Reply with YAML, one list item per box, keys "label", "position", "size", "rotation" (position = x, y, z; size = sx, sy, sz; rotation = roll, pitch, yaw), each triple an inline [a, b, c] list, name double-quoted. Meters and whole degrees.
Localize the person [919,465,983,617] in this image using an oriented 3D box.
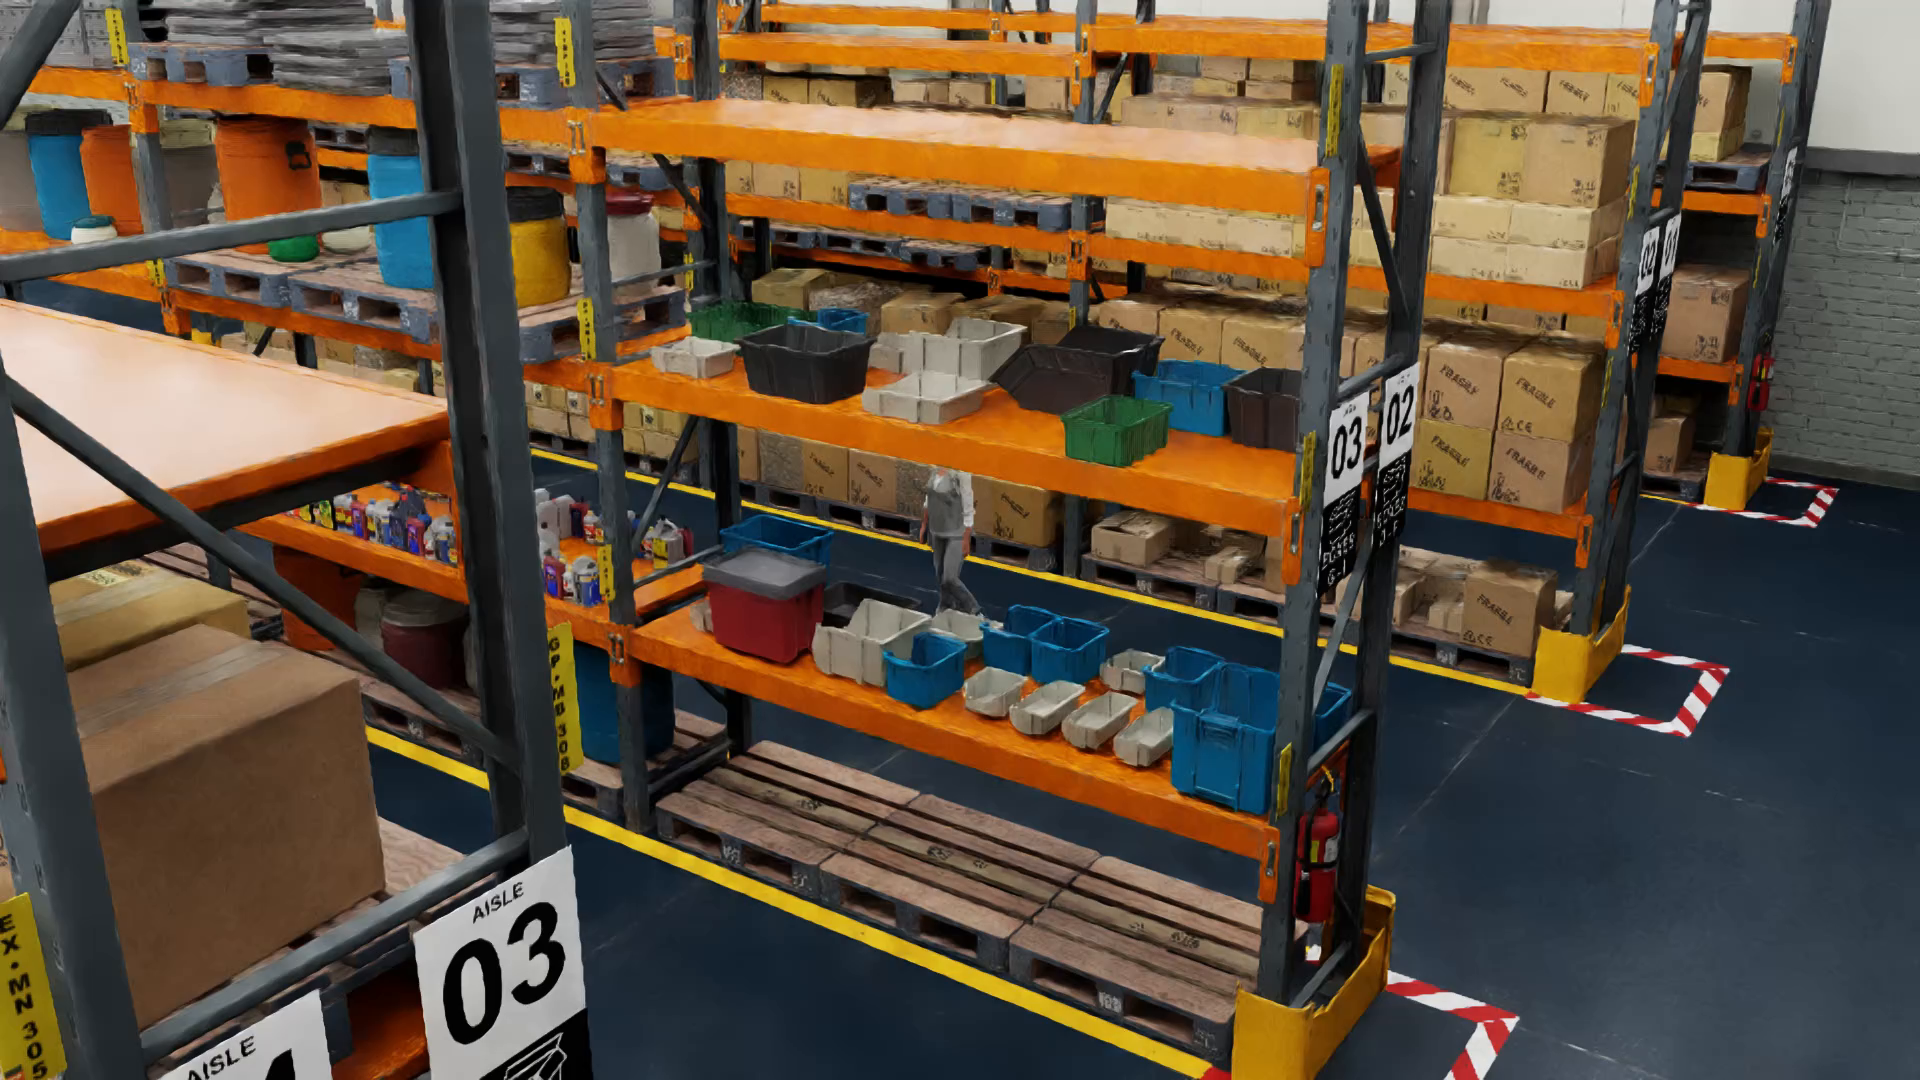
- label: "person"
  position: [-0.058, -0.046, 12.186]
  size: [0.380, 1.580, 0.470]
  rotation: [-14, 24, -33]
